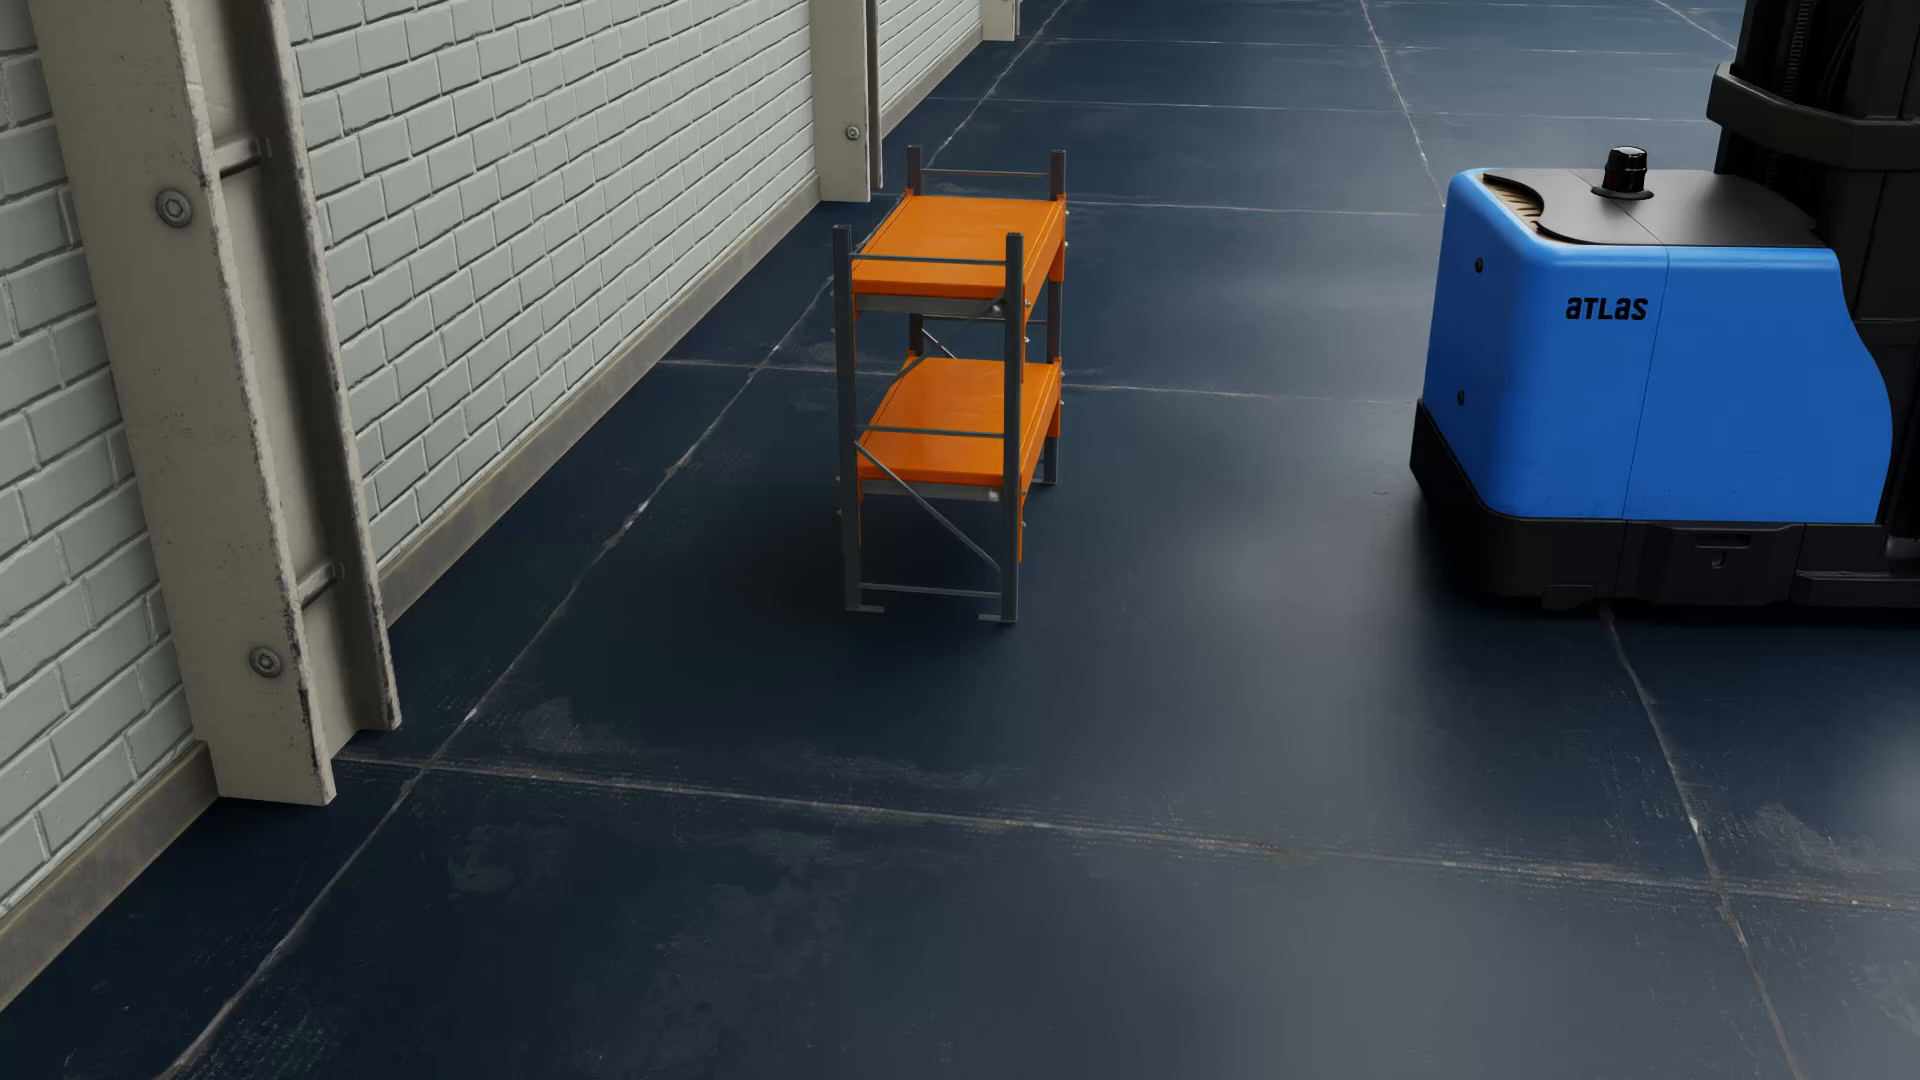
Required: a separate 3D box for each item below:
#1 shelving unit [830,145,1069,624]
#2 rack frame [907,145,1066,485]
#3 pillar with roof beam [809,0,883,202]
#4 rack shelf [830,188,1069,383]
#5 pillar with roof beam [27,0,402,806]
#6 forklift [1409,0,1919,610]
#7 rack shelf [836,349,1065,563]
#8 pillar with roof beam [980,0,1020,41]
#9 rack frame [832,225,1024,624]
[{"bbox_3d":[-0.001,-0.507,5.005,0.538,1.125,1.048,4,25,9],"label":"shelving unit"},{"bbox_3d":[0.082,-0.719,5.460,0.500,1.125,0.032,4,25,9],"label":"rack frame"},{"bbox_3d":[3.616,-5.754,6.928,9.100,9.000,0.400,4,25,9],"label":"pillar with roof beam"},{"bbox_3d":[-0.001,-0.772,4.881,0.538,0.278,1.000,4,25,9],"label":"rack shelf"},{"bbox_3d":[2.635,-3.245,1.567,9.100,9.000,0.400,4,25,9],"label":"pillar with roof beam"},{"bbox_3d":[3.011,-1.299,4.568,3.031,2.935,1.130,1,25,2],"label":"forklift"},{"bbox_3d":[-0.001,-0.285,5.109,0.538,0.278,1.000,4,25,9],"label":"rack shelf"},{"bbox_3d":[4.596,-8.264,12.289,9.100,9.000,0.400,4,25,9],"label":"pillar with roof beam"},{"bbox_3d":[-0.084,-0.294,4.551,0.500,1.125,0.032,4,25,9],"label":"rack frame"}]
